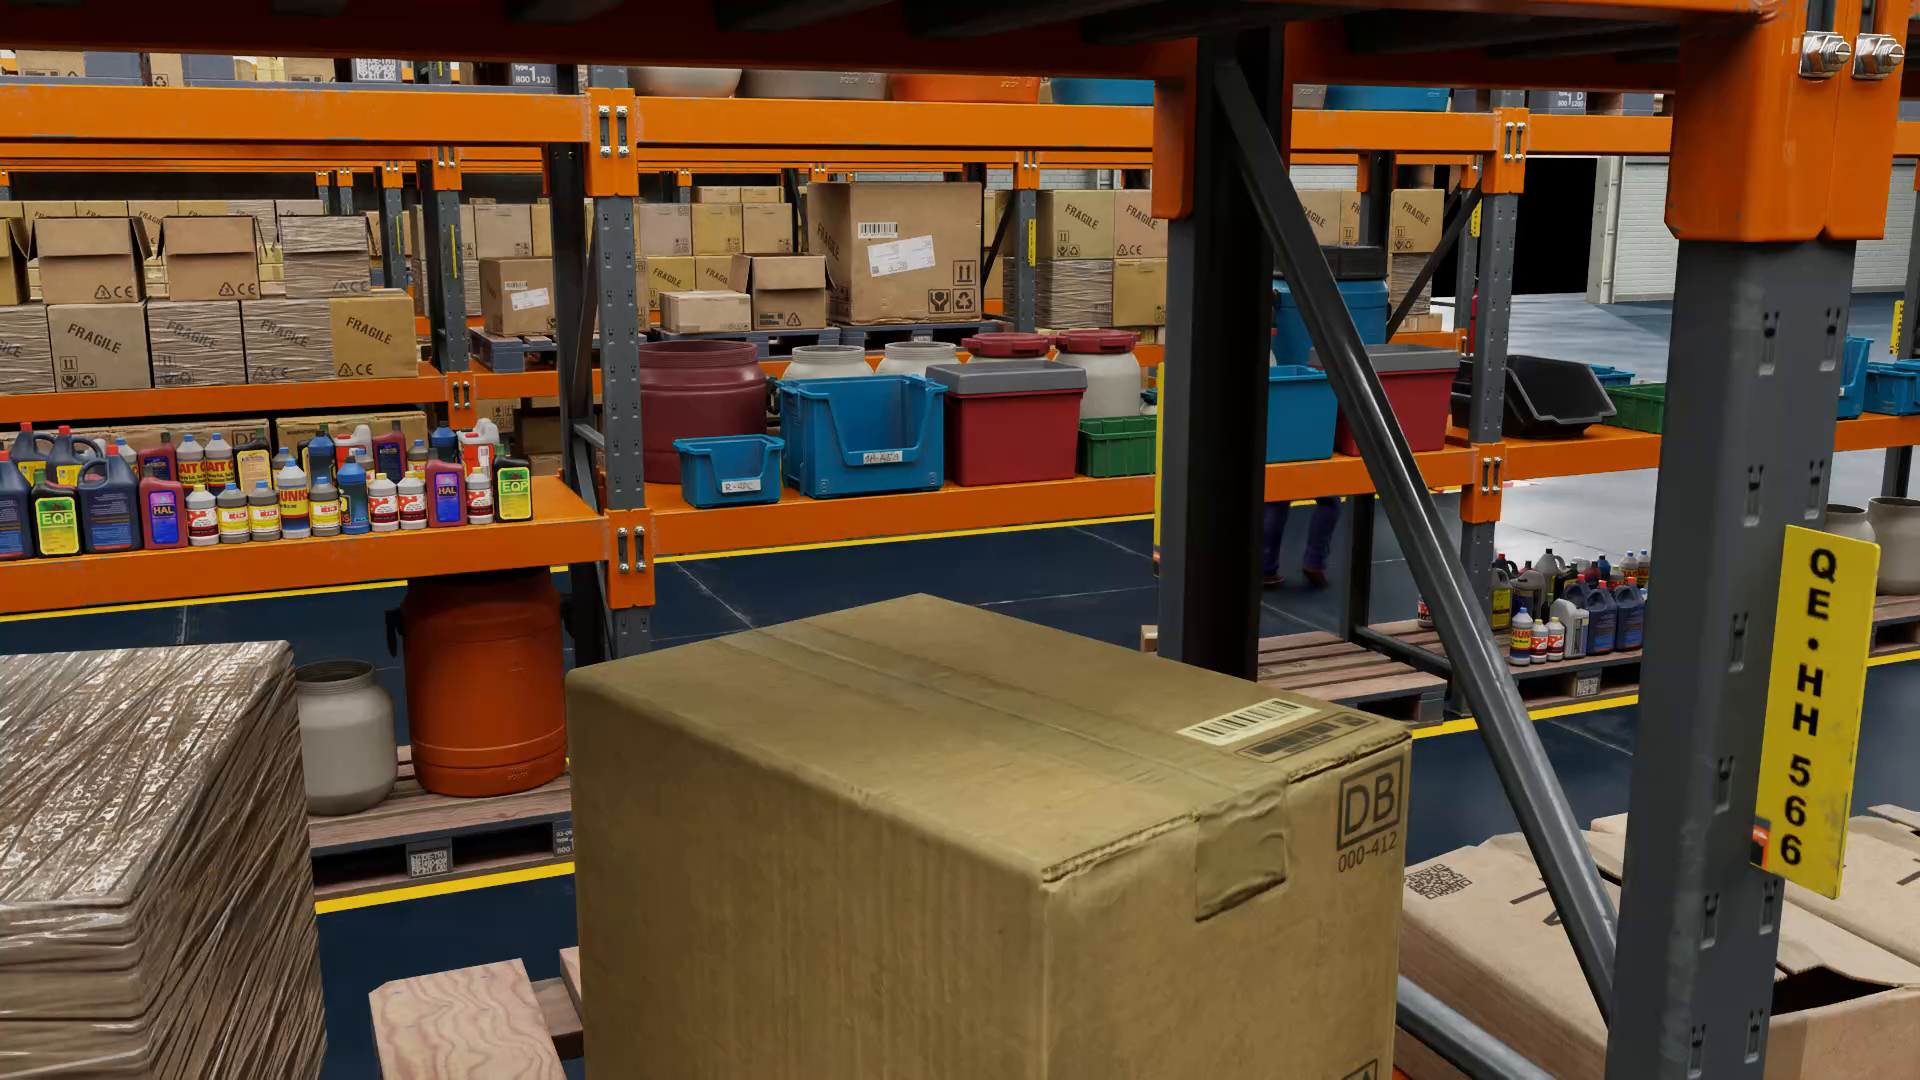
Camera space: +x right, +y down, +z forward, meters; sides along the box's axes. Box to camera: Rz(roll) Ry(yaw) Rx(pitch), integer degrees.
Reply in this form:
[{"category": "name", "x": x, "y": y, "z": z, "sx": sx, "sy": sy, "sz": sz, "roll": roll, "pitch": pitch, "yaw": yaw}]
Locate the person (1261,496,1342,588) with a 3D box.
[{"category": "person", "x": 2.112, "y": -0.487, "z": 10.343, "sx": 0.530, "sy": 1.720, "sz": 0.492, "roll": 10, "pitch": 16, "yaw": 38}]
